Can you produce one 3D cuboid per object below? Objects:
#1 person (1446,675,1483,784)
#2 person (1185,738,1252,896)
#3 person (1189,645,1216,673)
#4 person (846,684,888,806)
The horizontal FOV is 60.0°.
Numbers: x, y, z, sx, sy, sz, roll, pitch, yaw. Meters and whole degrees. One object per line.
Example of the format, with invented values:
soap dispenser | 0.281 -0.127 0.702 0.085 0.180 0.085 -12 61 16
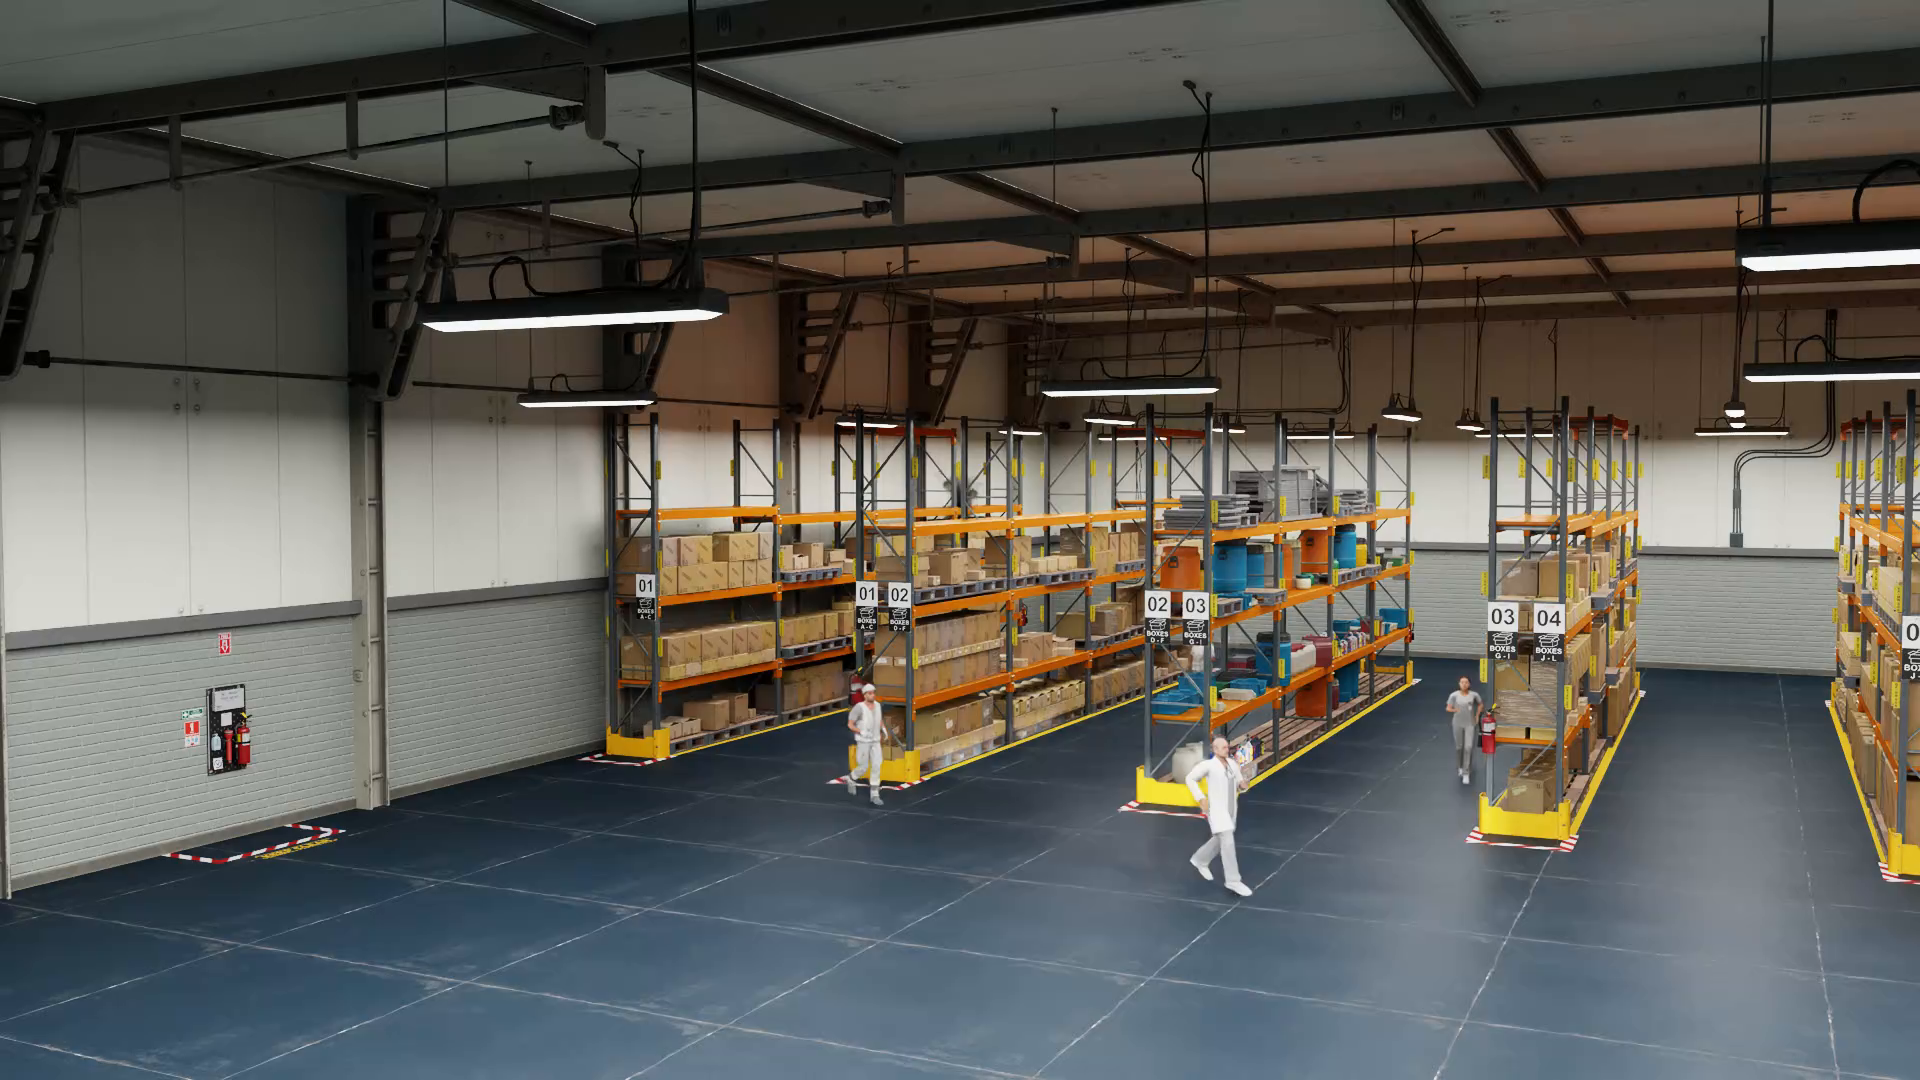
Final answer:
person | 8.103 3.011 26.737 0.561 1.681 0.862 1 3 19
person | 3.110 3.248 19.814 0.695 1.784 1.042 -2 3 -41
person | 4.965 2.699 34.133 0.575 1.684 0.941 1 3 17
person | -1.397 3.058 25.073 0.686 1.794 0.845 -2 3 -36
